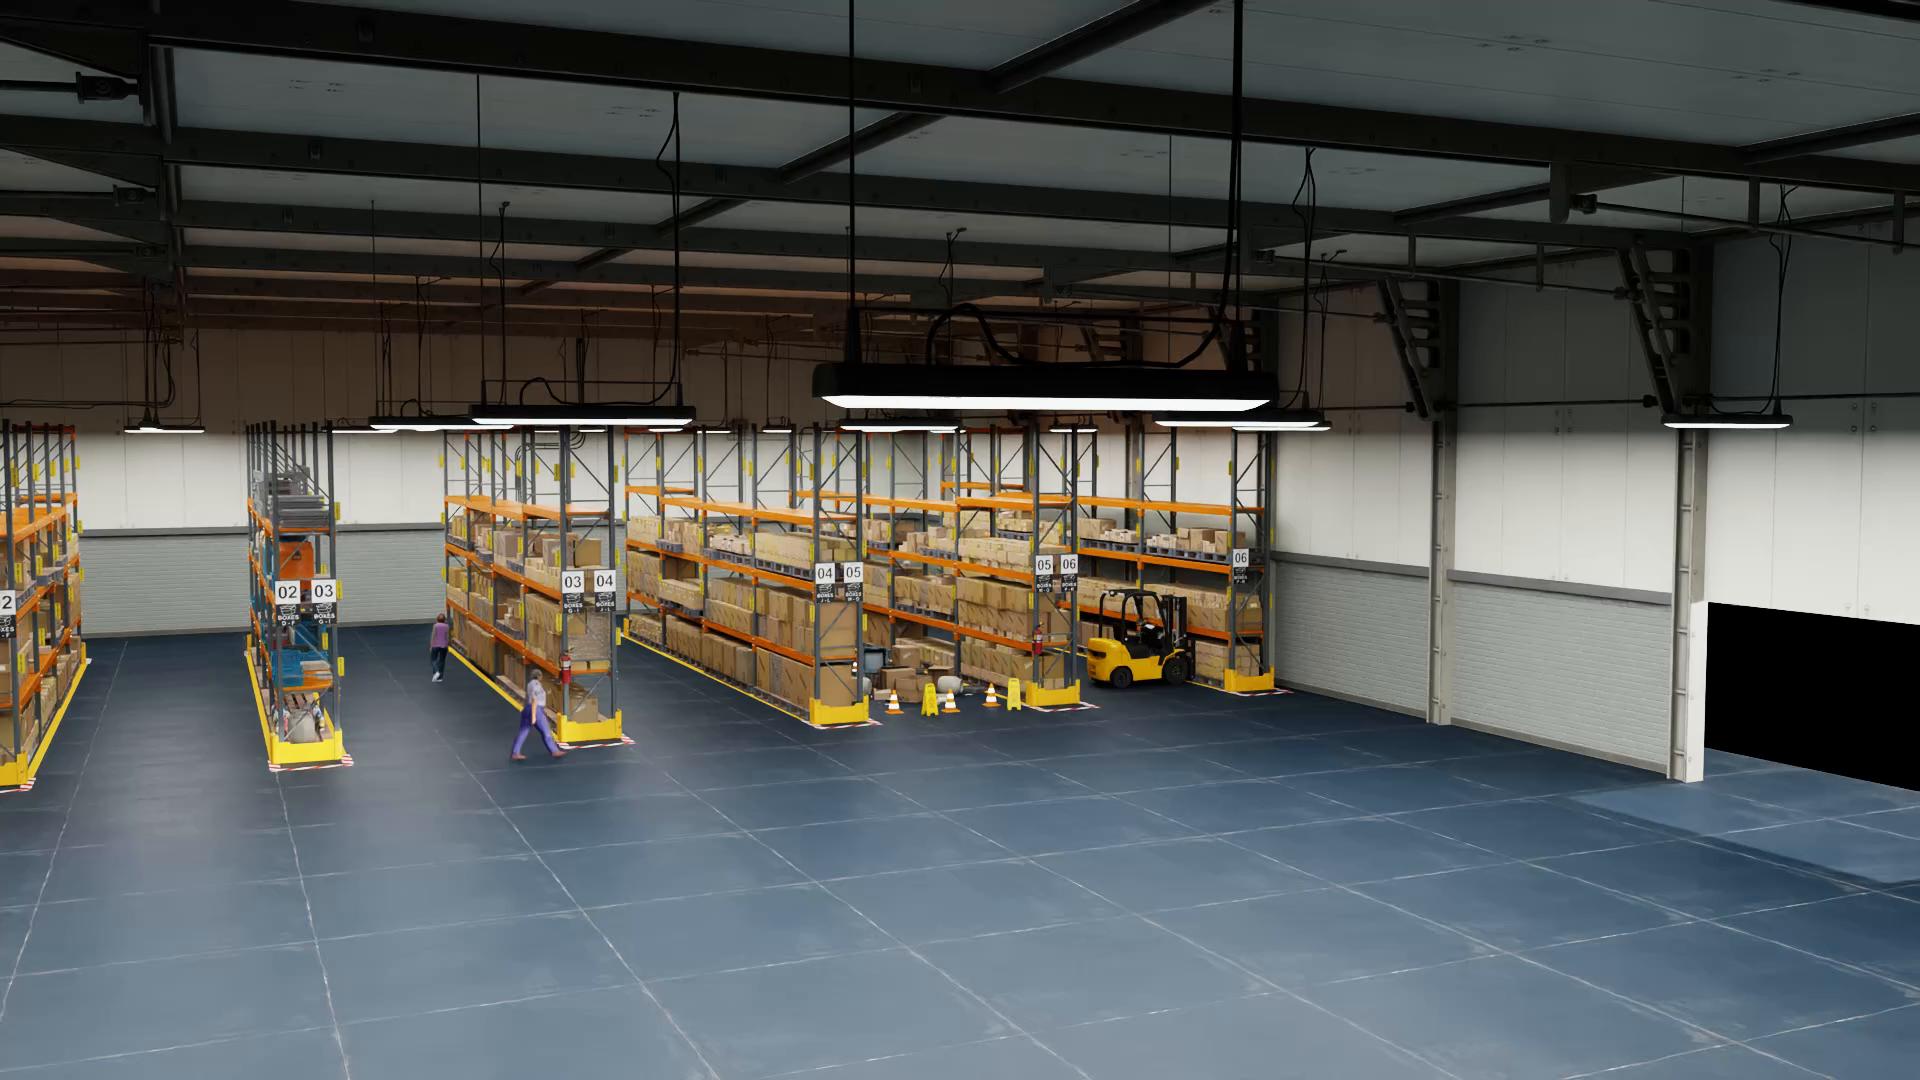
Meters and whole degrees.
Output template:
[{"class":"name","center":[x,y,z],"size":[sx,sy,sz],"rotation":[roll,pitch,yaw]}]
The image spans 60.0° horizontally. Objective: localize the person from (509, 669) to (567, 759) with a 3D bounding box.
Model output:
[{"class":"person","center":[-7.508,3.062,29.481],"size":[1.001,1.576,0.515],"rotation":[-3,5,-39]}]

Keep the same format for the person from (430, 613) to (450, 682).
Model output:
[{"class":"person","center":[-12.056,2.506,38.591],"size":[0.444,1.597,0.481],"rotation":[-1,4,-23]}]

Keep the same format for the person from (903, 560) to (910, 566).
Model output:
[{"class":"person","center":[-1.695,1.514,53.344],"size":[1.018,1.754,0.505],"rotation":[-2,4,-32]}]
